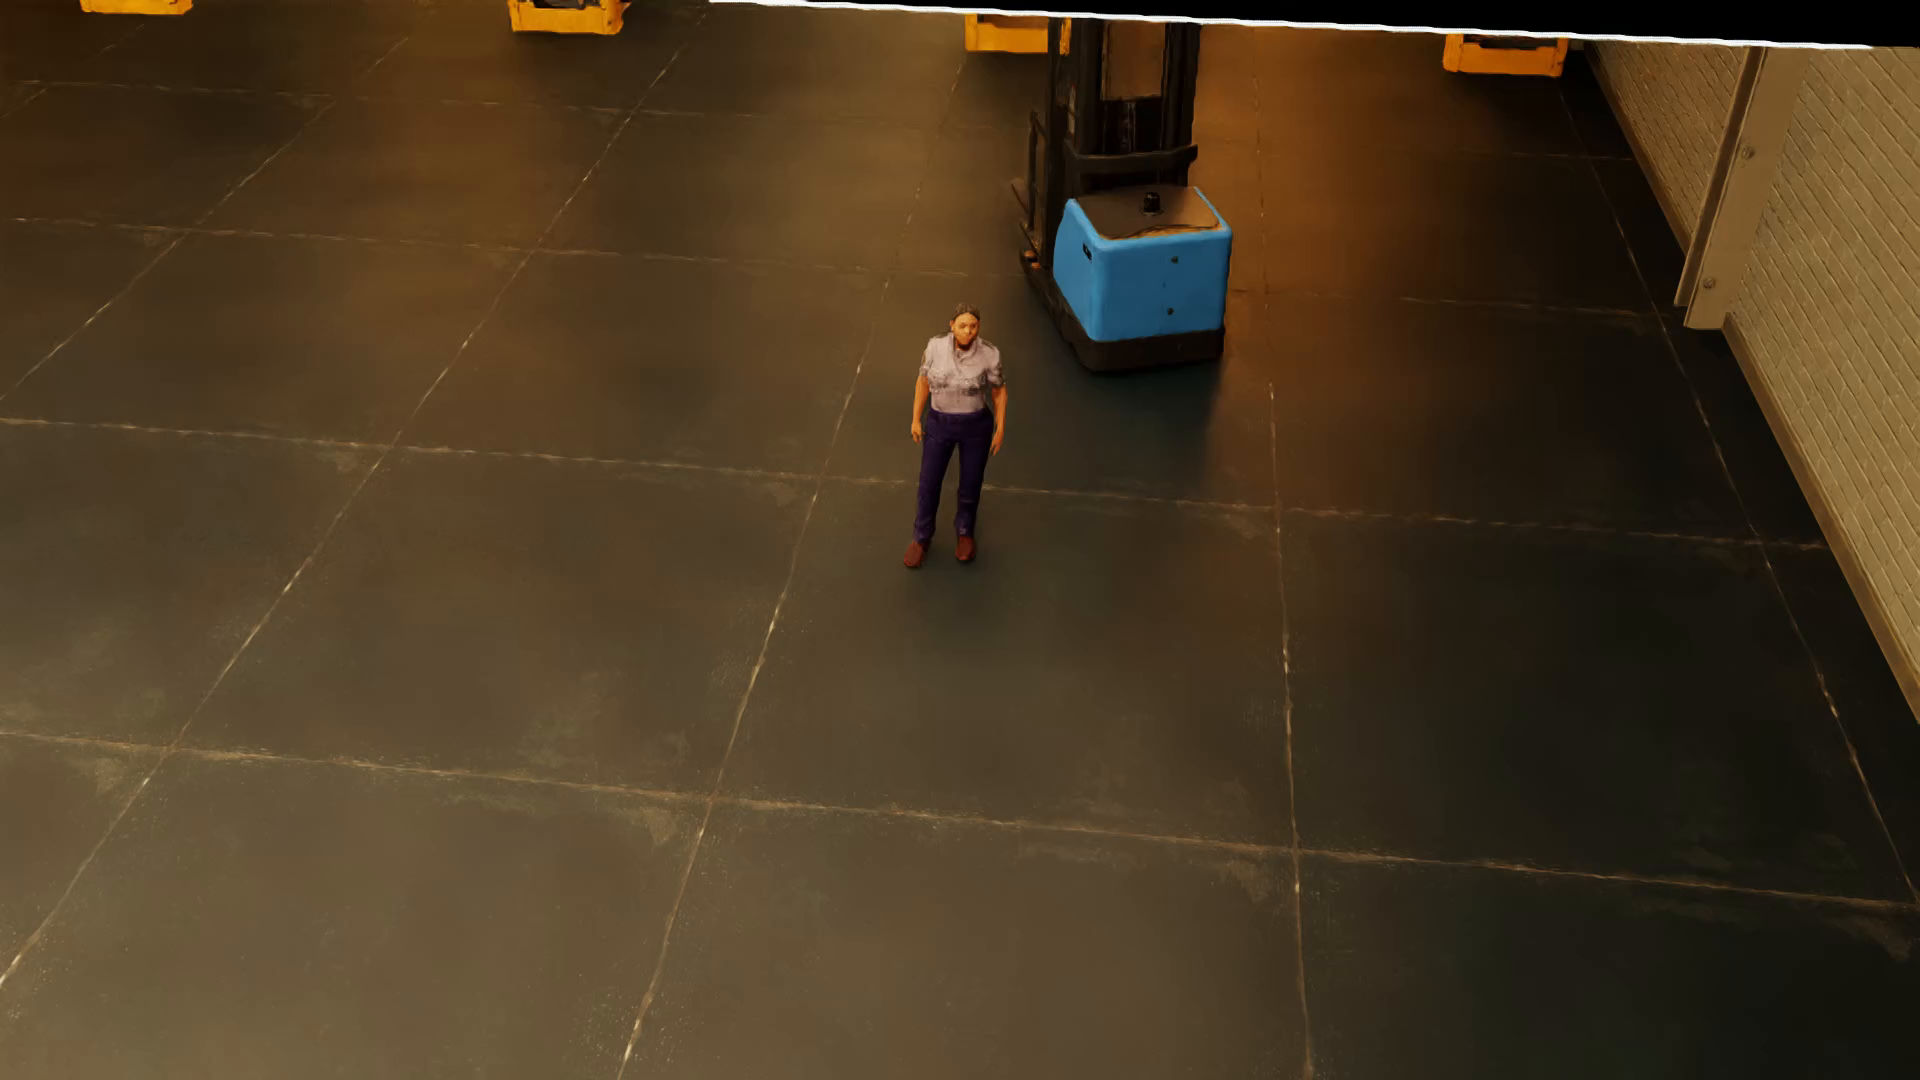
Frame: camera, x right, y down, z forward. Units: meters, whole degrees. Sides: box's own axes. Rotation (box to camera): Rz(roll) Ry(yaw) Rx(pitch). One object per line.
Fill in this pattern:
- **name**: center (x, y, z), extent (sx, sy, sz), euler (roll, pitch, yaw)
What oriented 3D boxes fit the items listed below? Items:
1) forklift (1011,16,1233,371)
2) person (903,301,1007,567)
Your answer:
- **forklift**: center (1.108, -3.276, 12.474), extent (1.130, 2.935, 3.031), euler (-8, 37, -10)
- **person**: center (-0.039, -0.618, 9.938), extent (0.587, 1.650, 0.502), euler (4, 37, 6)
